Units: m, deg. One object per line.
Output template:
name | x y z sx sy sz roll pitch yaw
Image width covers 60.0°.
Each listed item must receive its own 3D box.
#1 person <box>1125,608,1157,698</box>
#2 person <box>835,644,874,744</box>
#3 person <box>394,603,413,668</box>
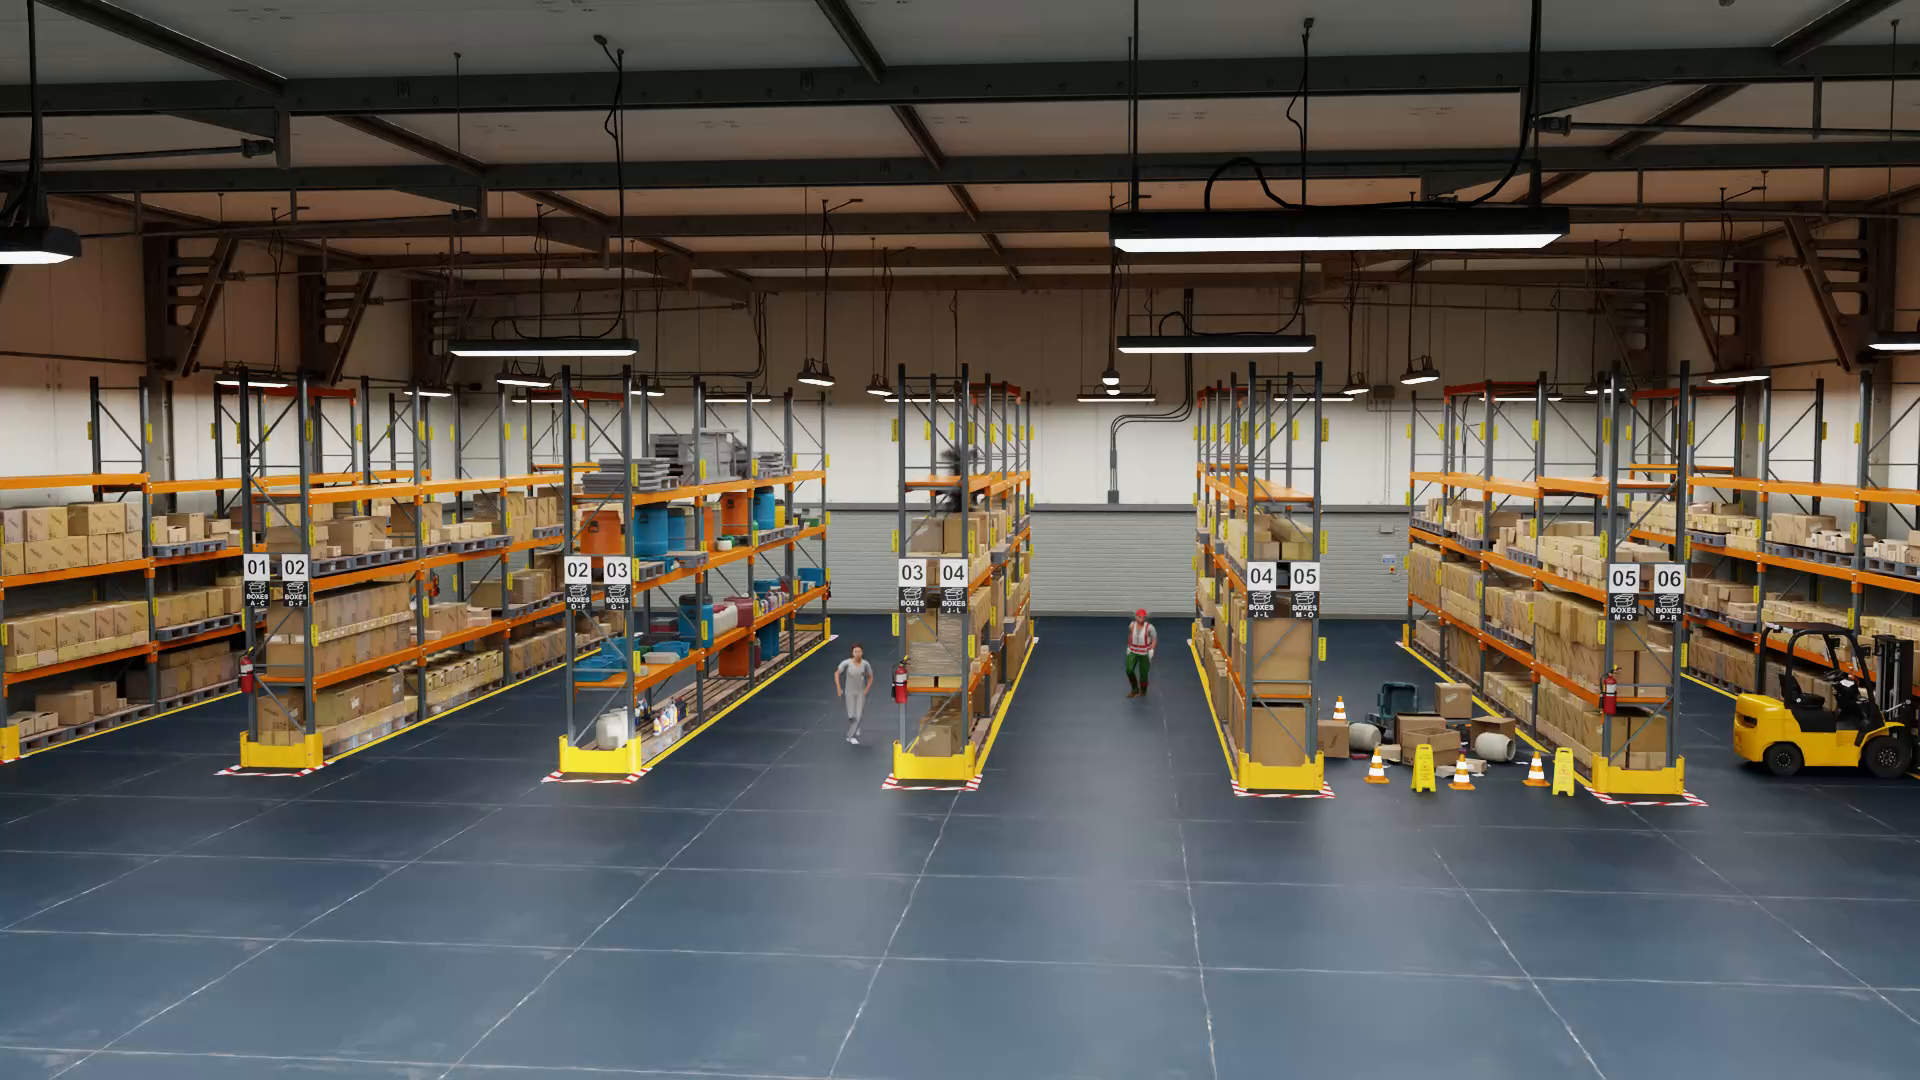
person | 3.389 2.120 31.152 0.658 1.717 0.752 1 4 21
person | -1.702 2.477 26.846 0.618 1.621 0.556 -1 4 -8
person | -11.916 1.890 35.384 0.597 1.718 0.685 0 4 -5
